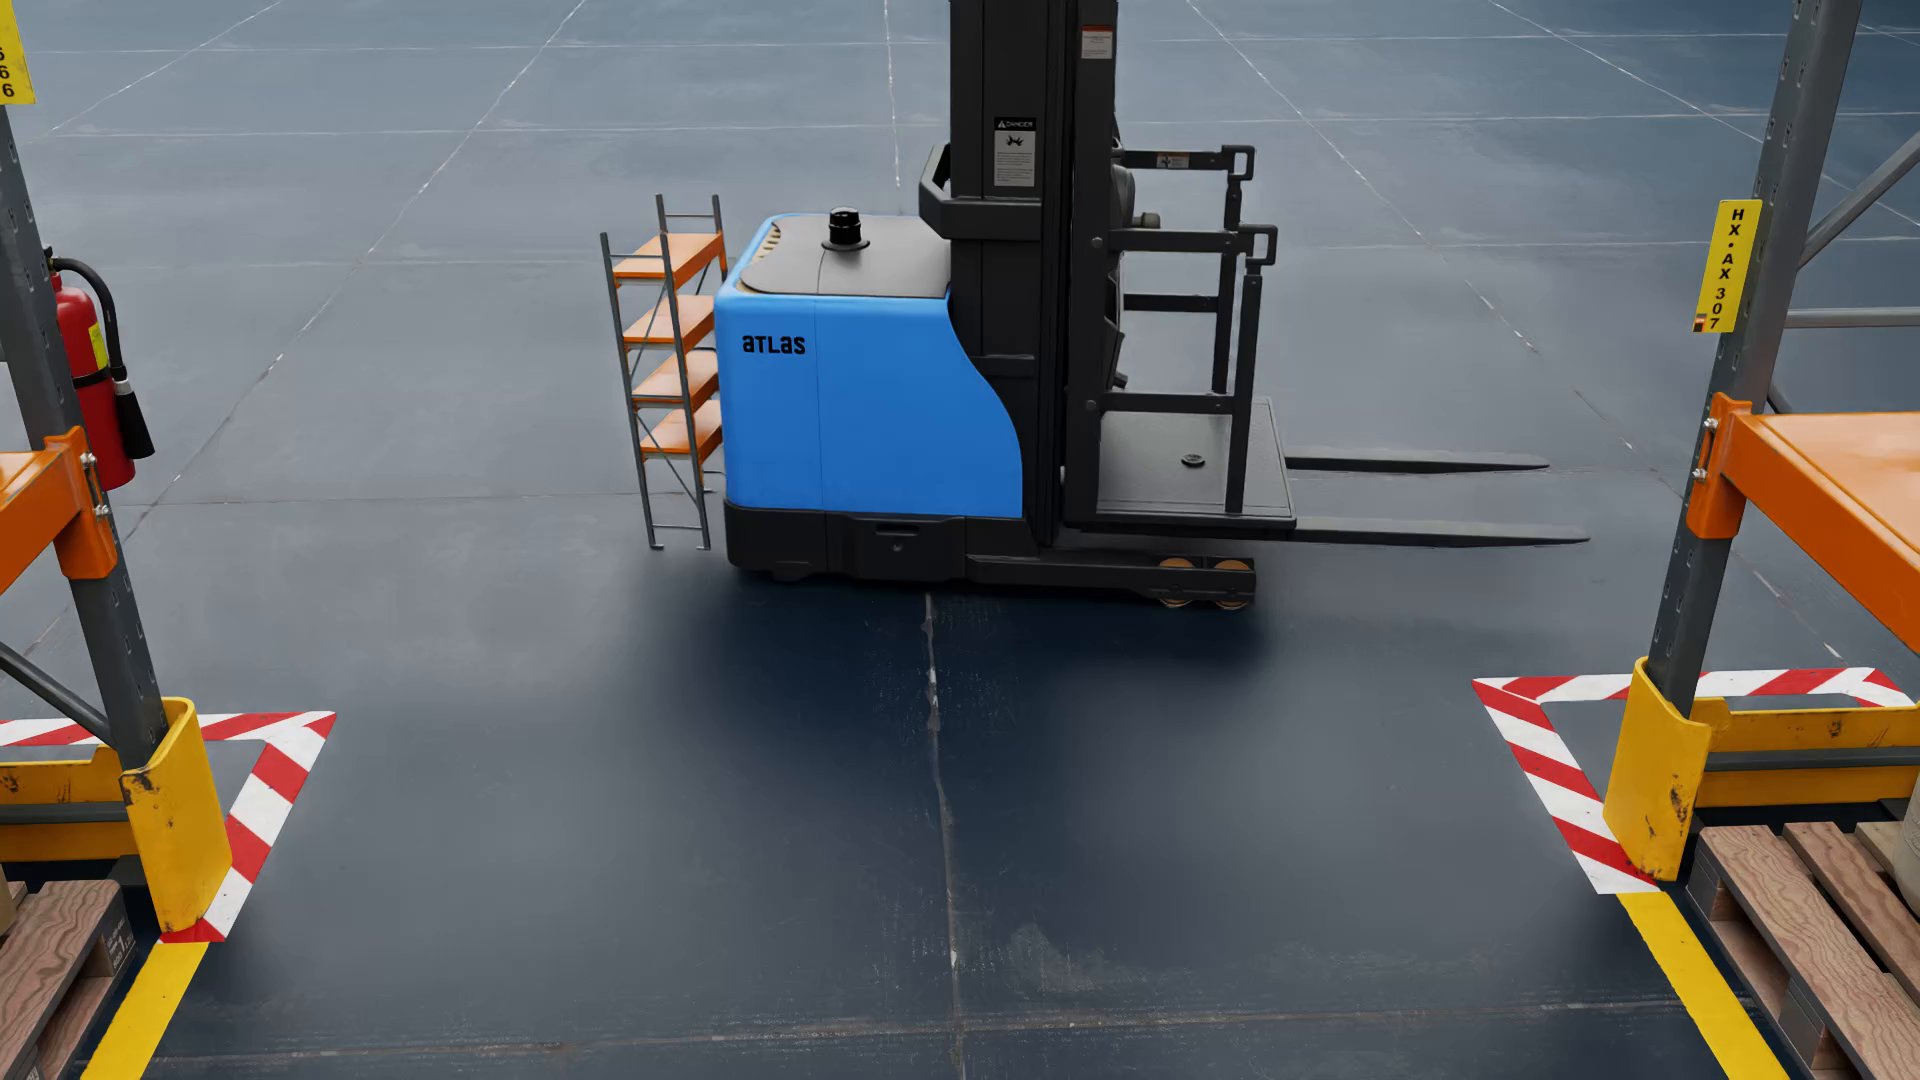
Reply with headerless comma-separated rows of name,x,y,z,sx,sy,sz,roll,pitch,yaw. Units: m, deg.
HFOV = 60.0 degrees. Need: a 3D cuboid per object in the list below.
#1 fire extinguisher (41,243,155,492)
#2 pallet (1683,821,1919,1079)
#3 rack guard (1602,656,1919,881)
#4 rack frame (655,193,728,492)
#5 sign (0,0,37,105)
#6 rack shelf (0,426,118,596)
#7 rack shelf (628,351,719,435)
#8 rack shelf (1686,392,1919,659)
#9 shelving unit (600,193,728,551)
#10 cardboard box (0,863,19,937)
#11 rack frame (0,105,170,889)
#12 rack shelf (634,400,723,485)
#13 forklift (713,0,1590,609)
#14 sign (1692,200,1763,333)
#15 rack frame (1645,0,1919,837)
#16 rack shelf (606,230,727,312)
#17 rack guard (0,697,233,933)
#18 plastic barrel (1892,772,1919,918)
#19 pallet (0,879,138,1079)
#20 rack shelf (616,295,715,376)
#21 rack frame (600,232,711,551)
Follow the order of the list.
fire extinguisher,-2.122,-0.446,3.945,0.296,0.674,0.183,-1,28,-3
pallet,2.458,1.110,3.894,1.003,0.211,1.213,-1,28,-3
rack guard,2.421,0.607,4.547,1.175,0.500,0.348,-1,28,-3
rack frame,-0.961,-0.725,6.327,0.240,1.200,0.015,3,27,13
sign,-2.021,-1.074,3.471,0.100,0.325,0.005,-1,28,-3
rack shelf,-2.472,0.826,2.200,1.077,0.370,4.000,-1,28,-3
rack shelf,-1.013,-0.555,6.146,0.258,0.148,0.480,3,27,13
rack shelf,2.475,0.707,2.429,1.077,0.370,4.000,-1,28,-3
shelving unit,-1.017,-0.615,6.116,0.258,1.200,0.503,3,27,13
cardboard box,-2.560,0.795,3.732,0.500,0.500,0.500,4,28,7
rack frame,-2.576,-0.416,3.804,1.000,3.000,0.127,-1,28,-3
rack shelf,-1.002,-0.378,6.236,0.258,0.148,0.480,3,27,13
forklift,0.708,-1.316,5.605,3.031,2.935,1.130,2,28,4
sign,1.821,-0.647,3.948,0.100,0.325,0.005,-1,28,-3
rack frame,2.370,-0.536,4.034,1.000,3.000,0.127,-1,28,-3
rack shelf,-1.040,-0.966,5.940,0.258,0.148,0.480,3,27,13
rack guard,-2.572,0.727,4.315,1.175,0.500,0.348,-1,28,-3
plastic barrel,2.481,0.683,3.933,0.421,0.512,0.421,0,28,0
pallet,-2.565,1.231,3.661,1.003,0.211,1.213,-1,28,-3
rack shelf,-1.026,-0.755,6.046,0.258,0.148,0.480,3,27,13
rack frame,-1.074,-0.506,5.906,0.240,1.200,0.015,3,27,13
